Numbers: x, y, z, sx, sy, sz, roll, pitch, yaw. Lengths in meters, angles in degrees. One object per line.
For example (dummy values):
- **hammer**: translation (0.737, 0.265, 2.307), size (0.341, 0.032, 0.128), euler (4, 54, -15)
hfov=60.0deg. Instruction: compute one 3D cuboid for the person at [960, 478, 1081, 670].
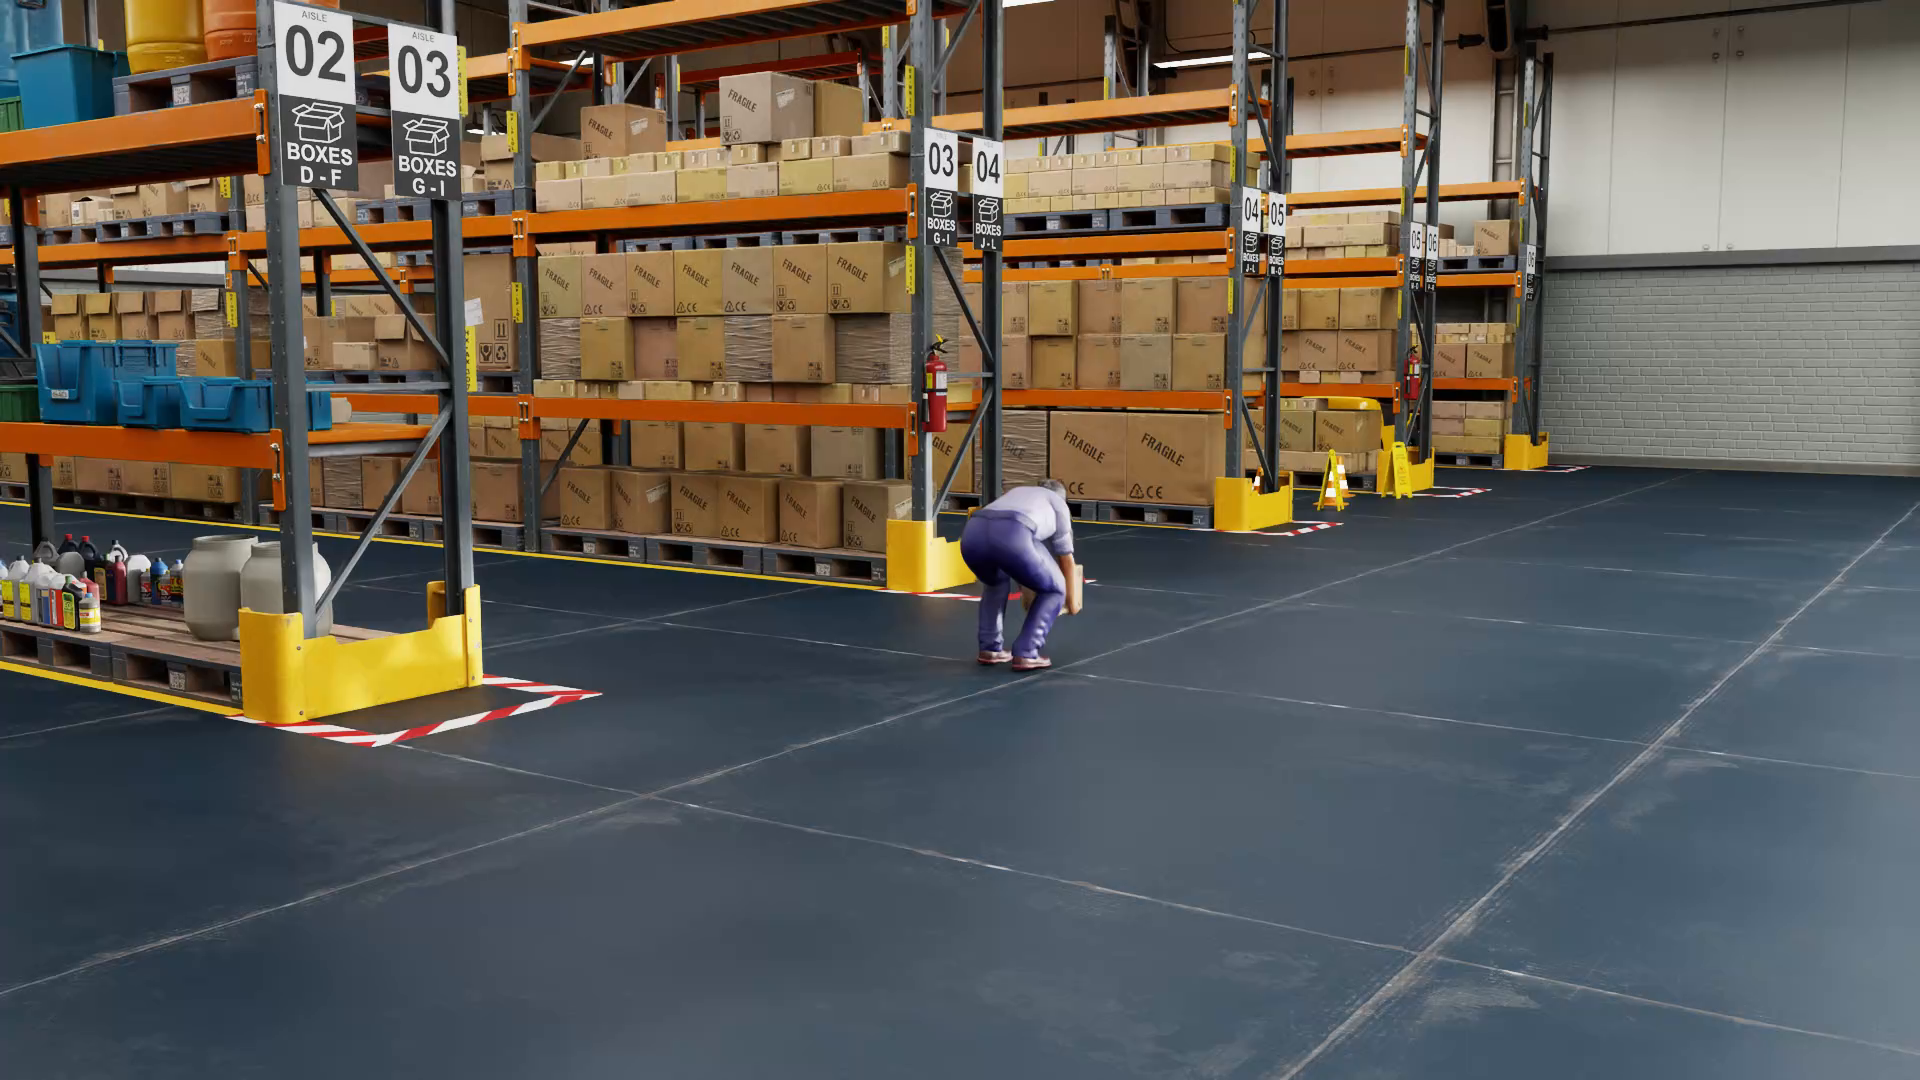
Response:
- **person**: translation (0.348, 0.175, 8.994), size (0.505, 0.987, 0.892), euler (4, 7, 31)
